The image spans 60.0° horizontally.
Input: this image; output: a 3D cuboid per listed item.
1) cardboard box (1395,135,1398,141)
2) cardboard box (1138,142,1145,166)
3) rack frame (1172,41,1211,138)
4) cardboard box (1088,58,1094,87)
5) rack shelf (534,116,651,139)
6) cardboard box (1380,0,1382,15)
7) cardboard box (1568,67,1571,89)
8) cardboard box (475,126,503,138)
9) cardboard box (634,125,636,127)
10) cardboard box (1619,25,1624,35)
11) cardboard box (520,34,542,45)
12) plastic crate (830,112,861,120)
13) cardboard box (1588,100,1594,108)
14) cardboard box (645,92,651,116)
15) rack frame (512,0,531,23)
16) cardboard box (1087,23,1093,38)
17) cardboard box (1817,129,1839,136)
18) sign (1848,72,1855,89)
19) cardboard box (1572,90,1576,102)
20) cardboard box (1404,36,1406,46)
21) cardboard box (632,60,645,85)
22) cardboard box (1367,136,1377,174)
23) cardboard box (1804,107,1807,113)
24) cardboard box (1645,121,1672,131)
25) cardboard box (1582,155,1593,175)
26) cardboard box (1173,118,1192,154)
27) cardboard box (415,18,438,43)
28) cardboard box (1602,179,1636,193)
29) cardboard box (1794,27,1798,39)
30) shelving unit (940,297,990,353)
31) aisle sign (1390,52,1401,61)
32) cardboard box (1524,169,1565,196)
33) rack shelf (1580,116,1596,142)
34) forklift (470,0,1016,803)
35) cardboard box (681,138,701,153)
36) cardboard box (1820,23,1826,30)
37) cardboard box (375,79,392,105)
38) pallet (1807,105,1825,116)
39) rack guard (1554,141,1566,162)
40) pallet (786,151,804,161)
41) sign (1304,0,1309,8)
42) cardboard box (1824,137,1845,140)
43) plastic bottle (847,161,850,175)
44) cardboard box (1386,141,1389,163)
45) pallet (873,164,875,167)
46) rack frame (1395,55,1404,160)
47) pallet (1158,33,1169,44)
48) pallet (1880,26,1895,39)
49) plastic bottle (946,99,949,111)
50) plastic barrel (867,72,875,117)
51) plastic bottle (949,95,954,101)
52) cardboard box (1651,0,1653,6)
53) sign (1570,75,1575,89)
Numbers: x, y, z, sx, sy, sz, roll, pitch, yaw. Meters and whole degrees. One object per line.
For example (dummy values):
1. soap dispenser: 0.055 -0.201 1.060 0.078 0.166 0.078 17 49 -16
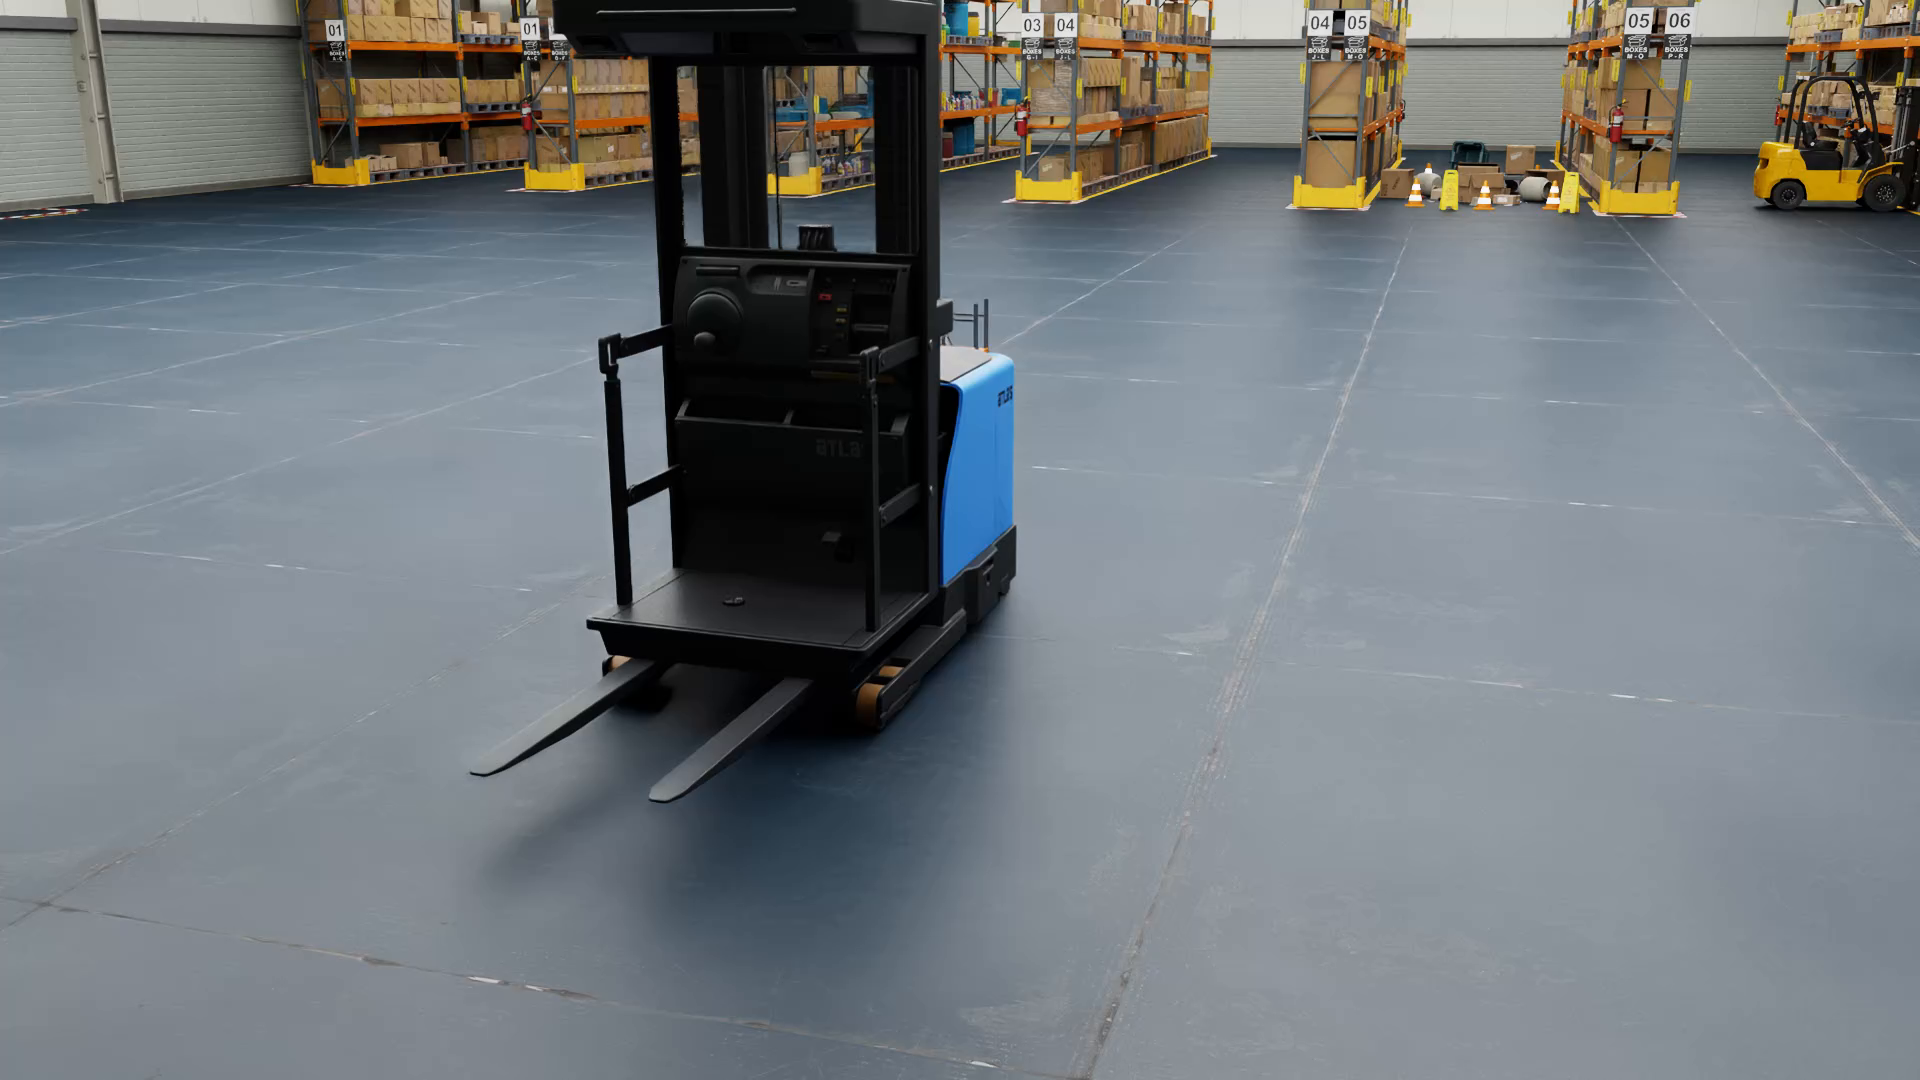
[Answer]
1. cardboard box: 10.862 -10.157 42.005 0.380 0.149 0.250 4 16 15
2. cardboard box: 3.676 -8.487 36.530 0.700 0.500 0.500 4 16 13
3. rack frame: 6.121 -11.748 44.251 1.000 3.000 0.127 5 16 16
4. cardboard box: 2.140 -8.487 30.194 0.500 0.500 0.500 5 16 16
5. rack shelf: -7.355 -8.508 34.148 1.077 0.370 4.000 5 16 16
6. cardboard box: 7.400 -9.681 30.242 0.500 0.250 0.500 5 16 16
7. cardboard box: 14.793 -11.004 39.611 0.500 0.500 0.500 5 17 16
8. cardboard box: -11.077 -9.576 38.996 0.500 0.250 0.500 4 16 14
9. cardboard box: -8.962 -11.538 46.132 0.380 0.149 0.250 4 16 14
10. cardboard box: 10.948 -8.298 27.053 0.380 0.149 0.250 5 17 16
11. cardboard box: -10.346 -12.008 39.797 0.500 0.311 0.500 5 16 16
12. plastic crate: -2.257 -8.421 33.006 0.530 0.136 0.437 5 16 16
13. cardboard box: 12.745 -8.687 33.151 0.380 0.149 0.250 5 17 16
14. cardboard box: -6.906 -9.309 35.470 0.700 0.500 0.500 4 16 14
15. rack frame: -10.400 -13.693 40.116 1.000 3.000 0.127 5 16 16
16. cardboard box: 2.099 -9.174 29.955 0.500 0.250 0.500 4 16 15
17. cardboard box: 18.861 -8.859 36.142 0.380 0.149 0.250 4 16 13
18. sign: 17.586 -9.061 32.802 0.100 0.325 0.005 5 16 16
19. cardboard box: 14.090 -10.008 37.476 0.500 0.250 0.500 4 16 14
20. cardboard box: 10.834 -12.434 41.449 0.500 0.250 0.500 5 16 16
21. cardboard box: -7.049 -9.801 34.826 0.700 0.500 0.500 5 16 16
22. cardboard box: 7.805 -7.739 33.469 1.050 0.750 0.750 5 16 16
23. cardboard box: 19.198 -9.671 37.389 0.380 0.149 0.250 5 17 17
24. cardboard box: 11.370 -6.745 27.075 0.380 0.149 0.250 5 16 16
25. cardboard box: 12.976 -7.484 33.263 0.950 0.372 0.625 4 16 15
26. cardboard box: 5.248 -10.048 41.381 0.875 0.875 0.875 5 16 16
27. cardboard box: -11.599 -10.979 35.823 0.500 0.500 0.500 3 16 11
28. cardboard box: 11.054 -5.911 27.943 0.500 0.250 0.500 5 16 16
29. cardboard box: 19.869 -11.880 38.950 0.500 0.250 0.500 5 17 17
30. shelving unit: -0.004 -0.573 8.152 0.258 1.200 0.189 5 16 16
31. aisle sign: 11.156 -12.583 42.432 0.394 0.787 0.004 5 16 16
32. cardboard box: 10.603 -6.464 30.198 0.500 0.500 0.500 -10 19 -32
33. rack shelf: 12.780 -8.017 32.416 1.077 0.370 4.000 5 16 16
34. forklift: -0.694 -0.856 5.975 1.130 2.935 3.031 5 17 18
35. cardboard box: -6.137 -8.882 37.387 0.500 0.311 0.500 4 16 14
36. cardboard box: 18.672 -11.009 35.657 0.380 0.149 0.250 5 17 16
37. cardboard box: -12.100 -9.243 34.282 0.500 0.500 0.500 5 16 16
38. pallet: 18.914 -9.256 35.818 1.003 0.211 1.213 5 16 16
39. rack guard: 15.629 -9.783 41.905 1.175 0.500 0.348 5 16 16
40. pallet: -4.708 -9.913 42.893 1.003 0.211 1.213 5 16 16
41. sign: 5.784 -9.028 27.686 0.100 0.325 0.005 5 16 16
42. cardboard box: 18.650 -8.506 35.442 0.380 0.149 0.250 5 16 16
43. plastic bottle: -2.235 -7.411 33.155 0.097 0.271 0.097 0 16 0
44. cardboard box: 9.446 -8.809 37.700 0.500 0.500 0.500 4 16 15
45. pallet: -1.507 -8.180 36.781 1.003 0.211 1.213 5 16 16
46. rack frame: 10.847 -11.337 42.802 1.000 3.000 0.127 5 16 16
47. pallet: 3.979 -11.180 37.097 1.213 0.211 1.003 5 17 18
48. pallet: 17.687 -9.378 30.743 1.003 0.211 1.213 5 17 18
49. plastic bottle: -0.337 -10.189 38.981 0.152 0.276 0.135 5 16 16
50. plastic barrel: -1.638 -9.311 34.742 0.600 0.901 0.708 5 16 16
51. plastic bottle: -0.209 -10.484 39.887 0.144 0.351 0.185 5 16 16
52. cardboard box: 10.998 -8.675 26.920 0.380 0.149 0.250 5 17 17
53. sign: 13.953 -10.430 37.874 0.100 0.325 0.005 5 16 16
